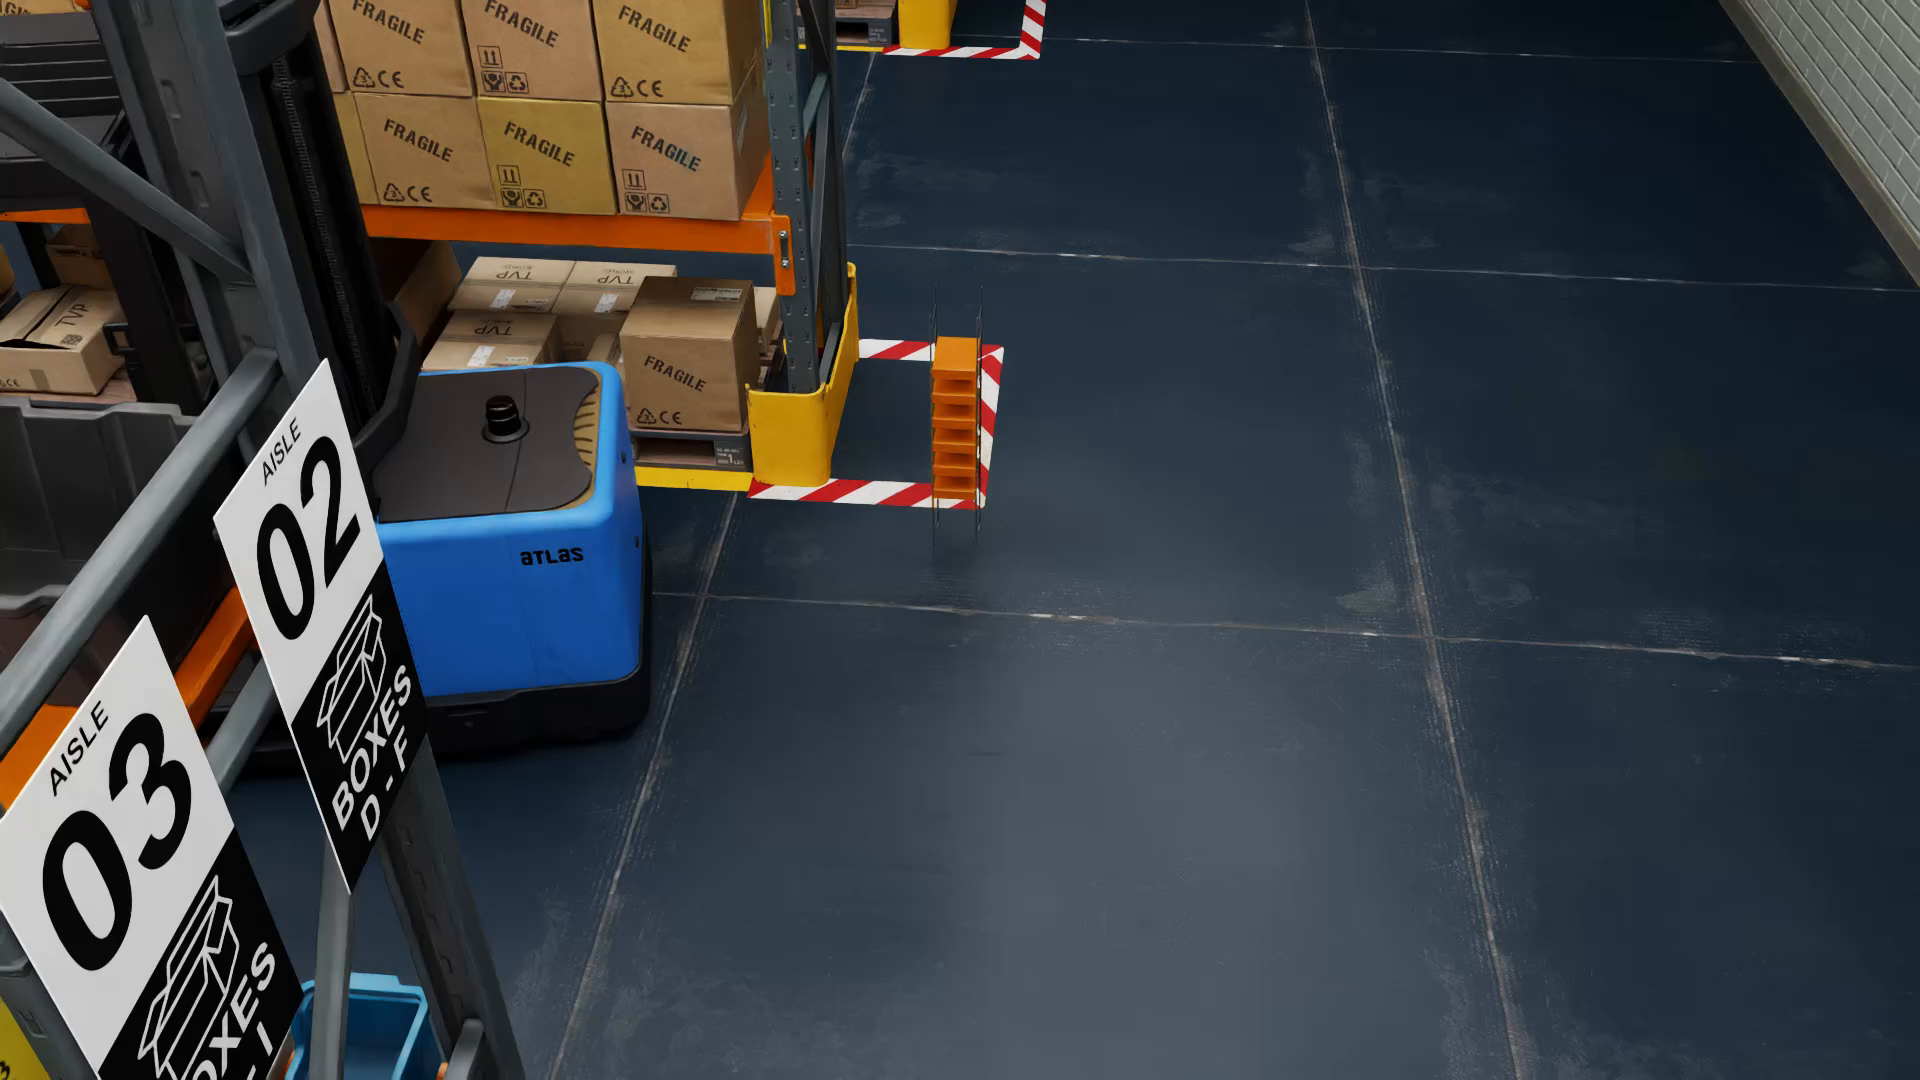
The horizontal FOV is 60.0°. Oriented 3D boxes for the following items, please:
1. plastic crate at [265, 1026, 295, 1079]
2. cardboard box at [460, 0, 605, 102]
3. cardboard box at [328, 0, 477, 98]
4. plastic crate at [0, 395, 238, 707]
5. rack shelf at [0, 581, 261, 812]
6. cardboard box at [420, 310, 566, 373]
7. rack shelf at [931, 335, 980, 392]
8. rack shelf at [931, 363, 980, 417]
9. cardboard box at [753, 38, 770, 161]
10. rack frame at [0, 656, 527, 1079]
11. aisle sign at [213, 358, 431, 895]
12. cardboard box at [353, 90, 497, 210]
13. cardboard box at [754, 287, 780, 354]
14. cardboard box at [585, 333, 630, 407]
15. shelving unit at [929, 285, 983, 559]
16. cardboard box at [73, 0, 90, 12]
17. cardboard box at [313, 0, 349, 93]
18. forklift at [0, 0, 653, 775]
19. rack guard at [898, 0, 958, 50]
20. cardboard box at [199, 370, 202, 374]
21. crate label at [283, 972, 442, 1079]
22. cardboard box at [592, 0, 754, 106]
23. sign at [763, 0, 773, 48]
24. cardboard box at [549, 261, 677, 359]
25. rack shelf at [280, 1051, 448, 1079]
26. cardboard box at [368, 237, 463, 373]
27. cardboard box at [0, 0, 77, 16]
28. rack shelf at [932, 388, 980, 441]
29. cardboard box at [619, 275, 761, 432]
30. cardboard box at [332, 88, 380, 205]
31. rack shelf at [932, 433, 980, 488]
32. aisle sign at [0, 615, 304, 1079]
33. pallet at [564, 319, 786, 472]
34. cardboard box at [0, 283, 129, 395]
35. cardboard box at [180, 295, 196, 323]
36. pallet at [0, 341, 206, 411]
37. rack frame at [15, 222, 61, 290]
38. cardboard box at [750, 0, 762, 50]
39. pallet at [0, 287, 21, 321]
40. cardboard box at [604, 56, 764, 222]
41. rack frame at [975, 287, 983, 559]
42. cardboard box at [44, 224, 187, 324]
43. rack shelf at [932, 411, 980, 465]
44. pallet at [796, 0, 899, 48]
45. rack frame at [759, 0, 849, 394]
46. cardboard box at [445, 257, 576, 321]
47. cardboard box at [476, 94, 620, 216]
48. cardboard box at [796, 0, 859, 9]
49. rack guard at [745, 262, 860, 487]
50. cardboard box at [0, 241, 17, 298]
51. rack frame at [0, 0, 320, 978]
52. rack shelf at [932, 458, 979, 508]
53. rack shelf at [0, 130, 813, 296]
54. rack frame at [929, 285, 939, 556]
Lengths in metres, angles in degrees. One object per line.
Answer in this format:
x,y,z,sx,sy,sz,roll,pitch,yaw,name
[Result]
-1.609,1.132,3.645,0.298,0.136,0.250,3,39,4,plastic crate
-1.619,-2.077,6.554,0.500,0.500,0.500,4,39,5,cardboard box
-2.136,-2.102,6.585,0.500,0.500,0.500,4,39,5,cardboard box
-1.439,0.034,2.560,0.590,0.269,0.497,3,39,4,plastic crate
-3.072,0.350,2.638,4.000,0.370,1.077,3,39,4,rack shelf
-2.155,-0.822,7.713,0.500,0.250,0.500,3,39,4,cardboard box
-0.014,-0.711,6.673,0.180,0.103,0.258,3,39,4,rack shelf
-0.014,-0.618,6.749,0.180,0.103,0.258,3,39,4,rack shelf
-1.068,-2.001,7.253,0.500,0.500,0.500,4,39,5,cardboard box
-1.079,1.343,3.224,0.127,3.000,1.000,3,39,4,rack frame
-0.982,0.152,2.628,0.004,0.787,0.394,3,39,4,aisle sign
-2.132,-1.721,6.909,0.500,0.500,0.500,3,39,4,cardboard box
-1.036,-1.076,8.106,0.250,0.149,0.380,3,39,4,cardboard box
-1.607,-0.797,7.749,0.250,0.166,0.380,3,39,4,cardboard box
-0.014,-0.466,6.872,0.189,1.200,0.258,3,39,4,shelving unit
-3.162,-2.158,6.654,0.500,0.500,0.500,2,39,3,cardboard box
-2.648,-2.130,6.620,0.500,0.500,0.500,4,39,5,cardboard box
-2.742,-0.585,5.646,3.031,2.935,1.130,-5,39,-6,forklift
-0.201,-3.917,11.666,0.348,0.500,1.175,3,39,4,rack guard
-3.371,-0.862,7.829,0.250,0.166,0.380,3,39,4,cardboard box
-1.297,1.164,3.529,0.303,0.233,0.416,3,39,4,crate label
-1.116,-2.050,6.521,0.500,0.500,0.500,3,39,3,cardboard box
-0.716,-1.996,6.158,0.005,0.325,0.100,3,39,4,sign
-1.664,-1.112,8.069,0.500,0.250,0.500,3,39,4,cardboard box
-3.072,1.513,3.585,4.000,0.370,1.077,3,39,4,rack shelf
-2.761,-1.093,7.846,0.637,0.503,0.797,3,39,4,cardboard box
-3.674,-2.186,6.688,0.500,0.500,0.500,2,39,2,cardboard box
-0.014,-0.525,6.824,0.180,0.103,0.258,3,39,4,rack shelf
-1.211,-0.848,7.547,0.500,0.500,0.500,3,39,4,cardboard box
-2.634,-1.748,6.943,0.500,0.500,0.500,3,39,3,cardboard box
-0.014,-0.339,6.976,0.180,0.103,0.258,3,39,4,rack shelf
-1.033,0.523,2.172,0.004,0.787,0.394,3,39,4,aisle sign
-1.518,-0.738,7.989,1.213,0.211,1.003,3,39,4,pallet
-4.234,-0.959,7.833,0.500,0.311,0.500,3,39,4,cardboard box
-3.663,-1.220,8.282,0.250,0.149,0.380,3,39,4,cardboard box
-3.949,-0.870,8.152,1.213,0.211,1.003,3,39,4,pallet
-4.633,-1.990,7.319,0.127,3.000,1.000,3,39,4,rack frame
-1.068,-2.389,6.937,0.500,0.500,0.500,4,39,5,cardboard box
-5.447,-0.929,8.224,1.213,0.211,1.003,3,39,4,pallet
-1.118,-1.664,6.839,0.500,0.500,0.500,4,39,5,cardboard box
0.077,-0.461,6.866,0.006,1.200,0.240,3,39,4,rack frame
-4.041,-1.339,8.150,0.500,0.500,0.500,3,39,4,cardboard box
-0.014,-0.432,6.900,0.180,0.103,0.258,3,39,4,rack shelf
-1.028,-3.801,11.752,1.213,0.211,1.003,3,39,4,pallet
-0.648,-1.772,7.051,0.127,3.000,1.000,3,39,4,rack frame
-2.162,-1.139,8.103,0.500,0.250,0.500,3,39,4,cardboard box
-1.635,-1.690,6.871,0.500,0.500,0.500,3,39,4,cardboard box
-0.931,-4.057,11.505,0.500,0.500,0.700,3,39,4,cardboard box
-0.724,-0.807,7.845,0.348,0.500,1.175,3,39,4,rack guard
-5.094,-1.371,8.190,0.500,0.500,0.500,1,39,2,cardboard box
-1.079,-0.984,1.330,0.127,3.000,1.000,3,39,4,rack frame
-0.014,-0.246,7.052,0.180,0.103,0.258,3,39,4,rack shelf
-2.641,-1.602,7.412,4.000,0.370,1.077,3,39,4,rack shelf
-0.106,-0.471,6.878,0.006,1.200,0.240,3,39,4,rack frame
